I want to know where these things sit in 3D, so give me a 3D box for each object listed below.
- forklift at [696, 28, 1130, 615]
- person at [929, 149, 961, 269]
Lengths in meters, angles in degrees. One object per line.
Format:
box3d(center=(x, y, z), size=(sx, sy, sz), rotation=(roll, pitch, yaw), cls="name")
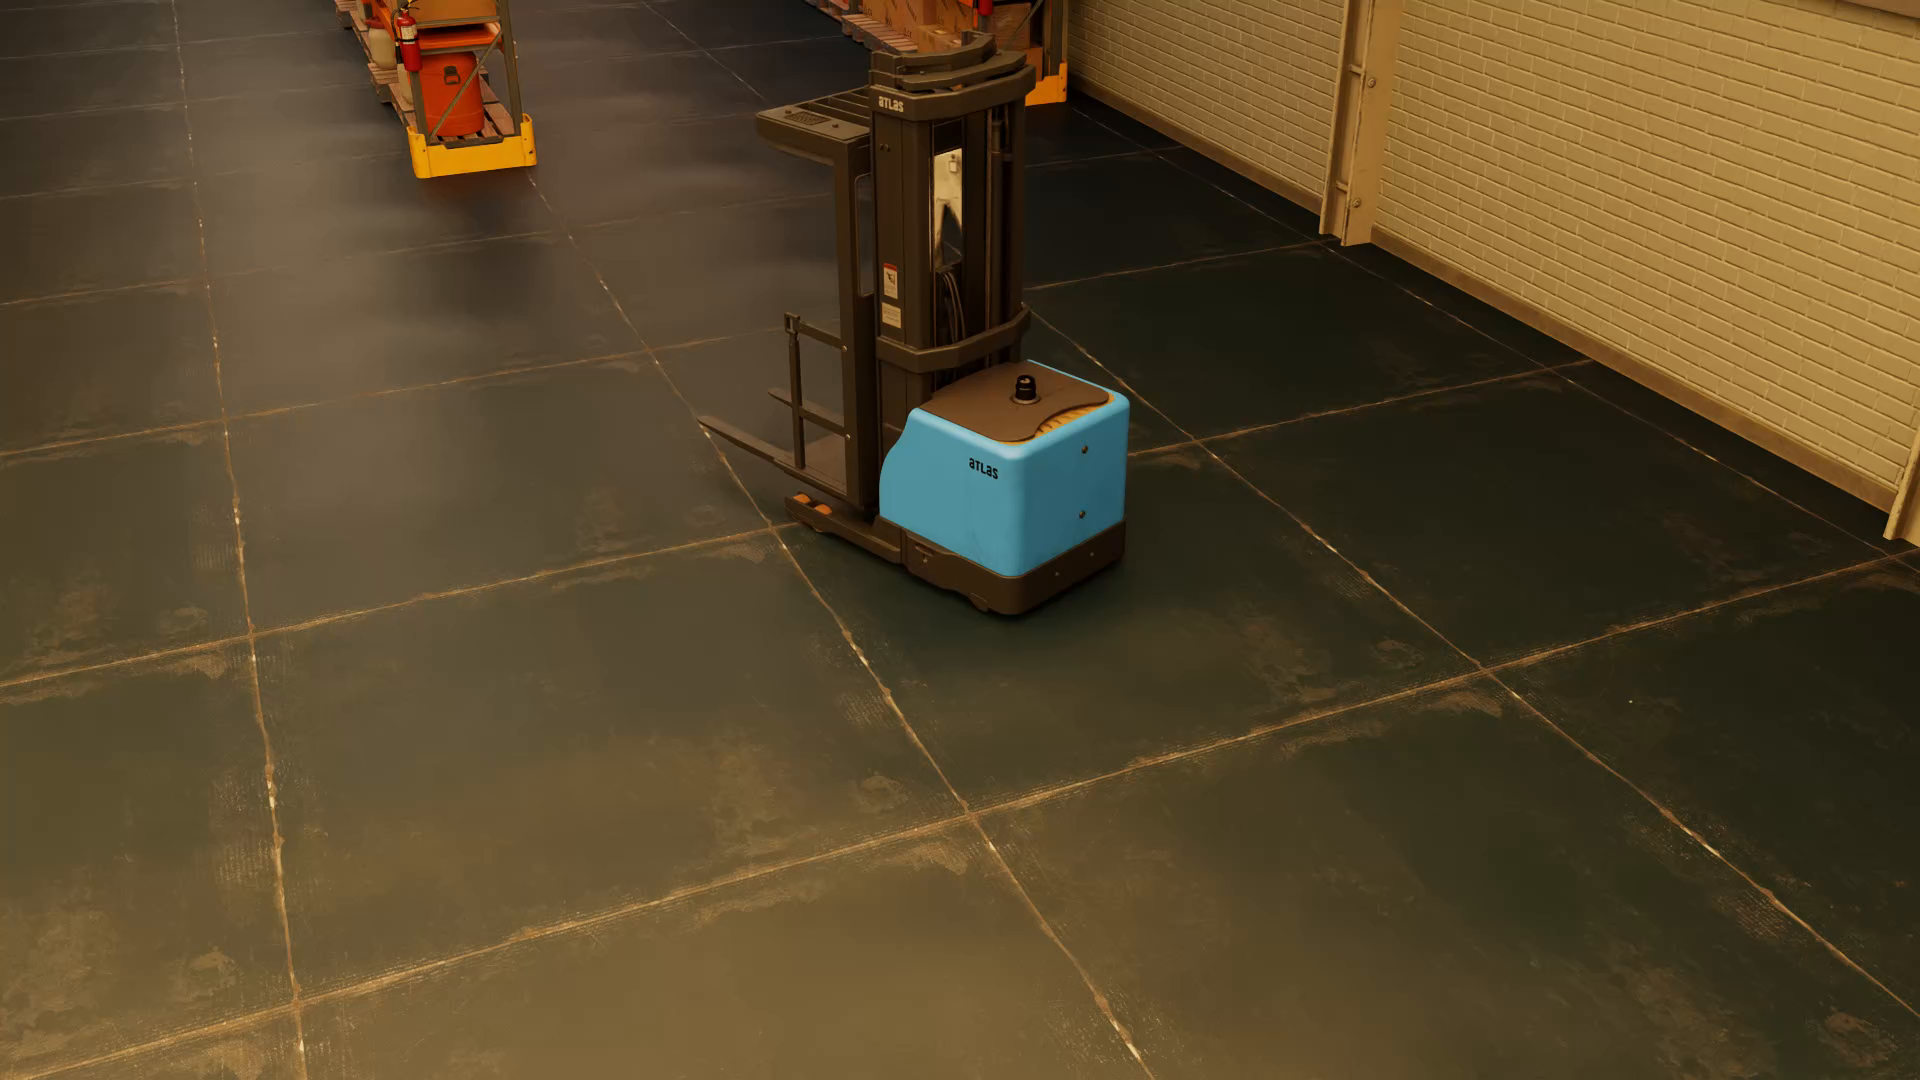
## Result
box3d(center=(-0.436, -1.483, 9.714), size=(3.031, 2.935, 1.130), rotation=(26, 39, 37), cls="forklift")
box3d(center=(-0.061, -2.719, 13.116), size=(0.788, 1.638, 0.392), rotation=(6, 30, 10), cls="person")
